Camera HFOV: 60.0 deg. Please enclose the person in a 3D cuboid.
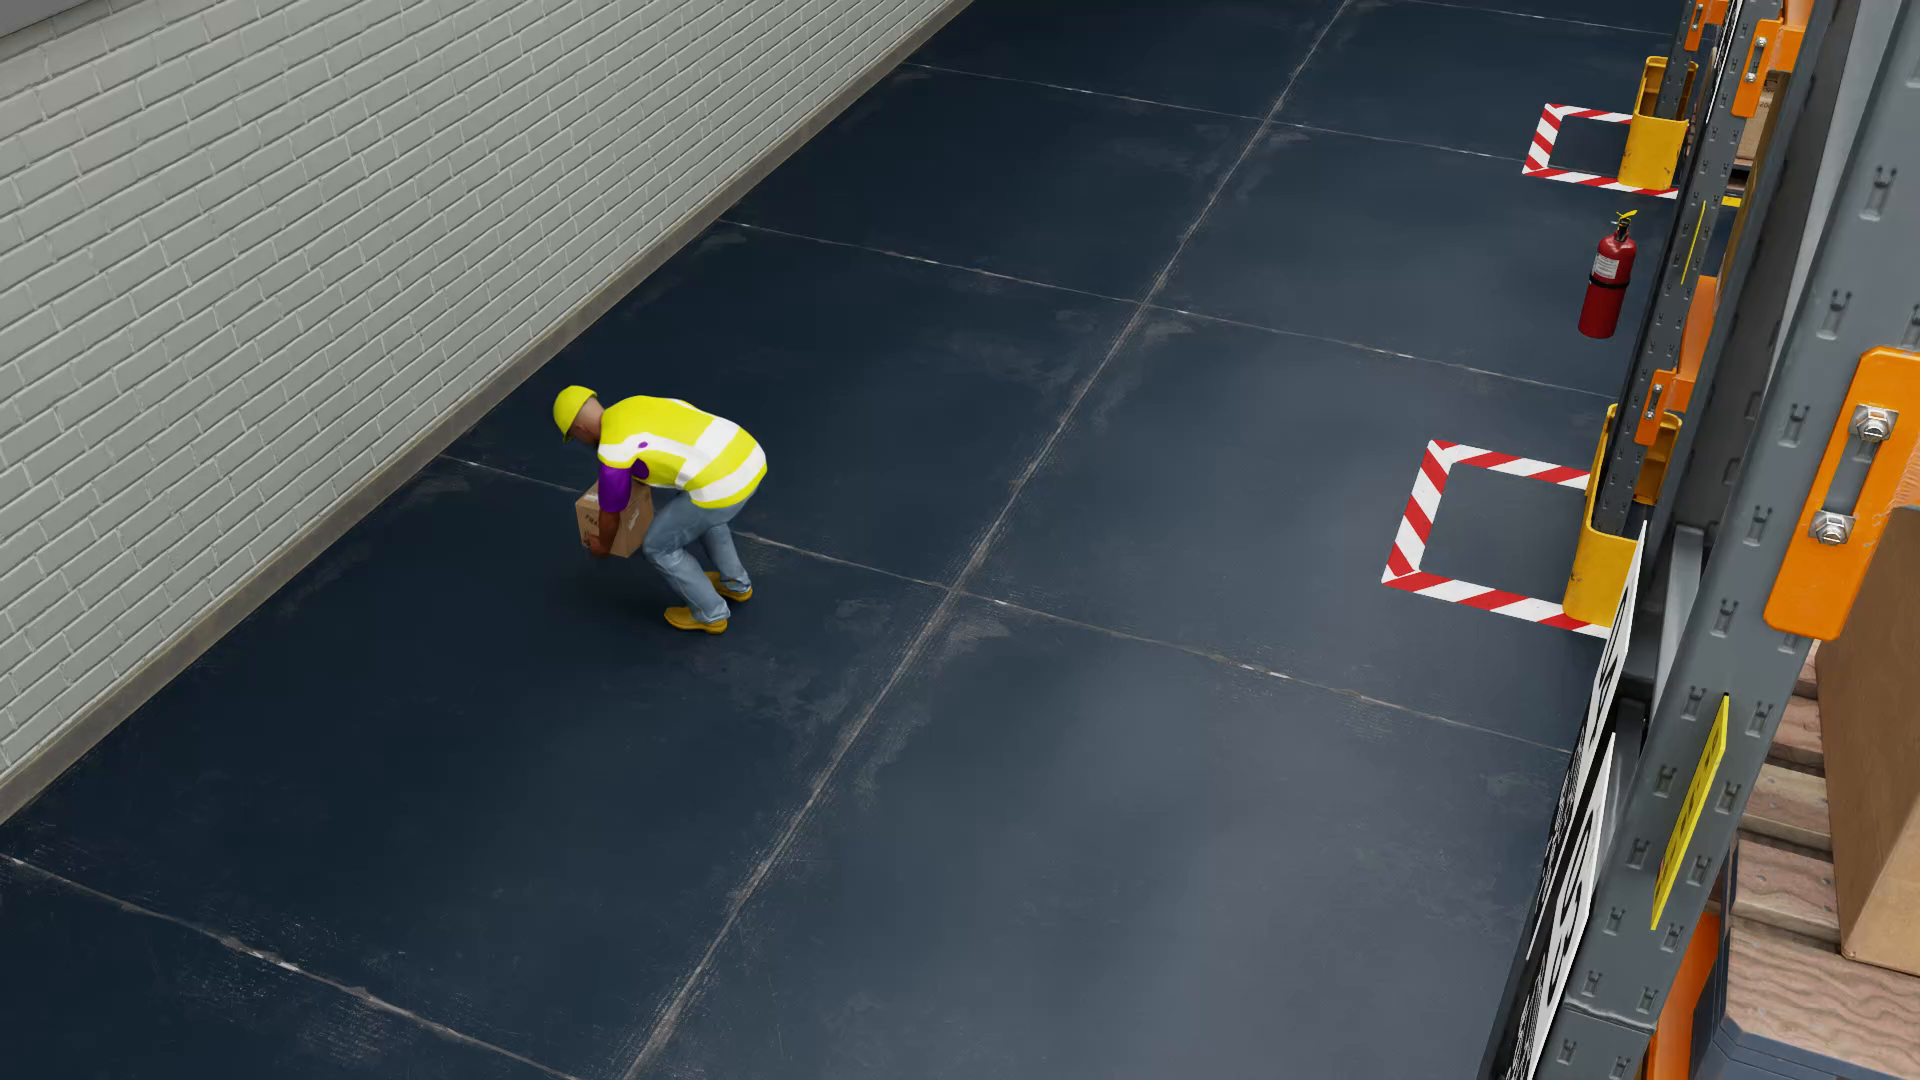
[{"bbox_3d":[-1.347,-0.155,7.549,0.964,1.103,0.512,12,39,15],"label":"person"}]
